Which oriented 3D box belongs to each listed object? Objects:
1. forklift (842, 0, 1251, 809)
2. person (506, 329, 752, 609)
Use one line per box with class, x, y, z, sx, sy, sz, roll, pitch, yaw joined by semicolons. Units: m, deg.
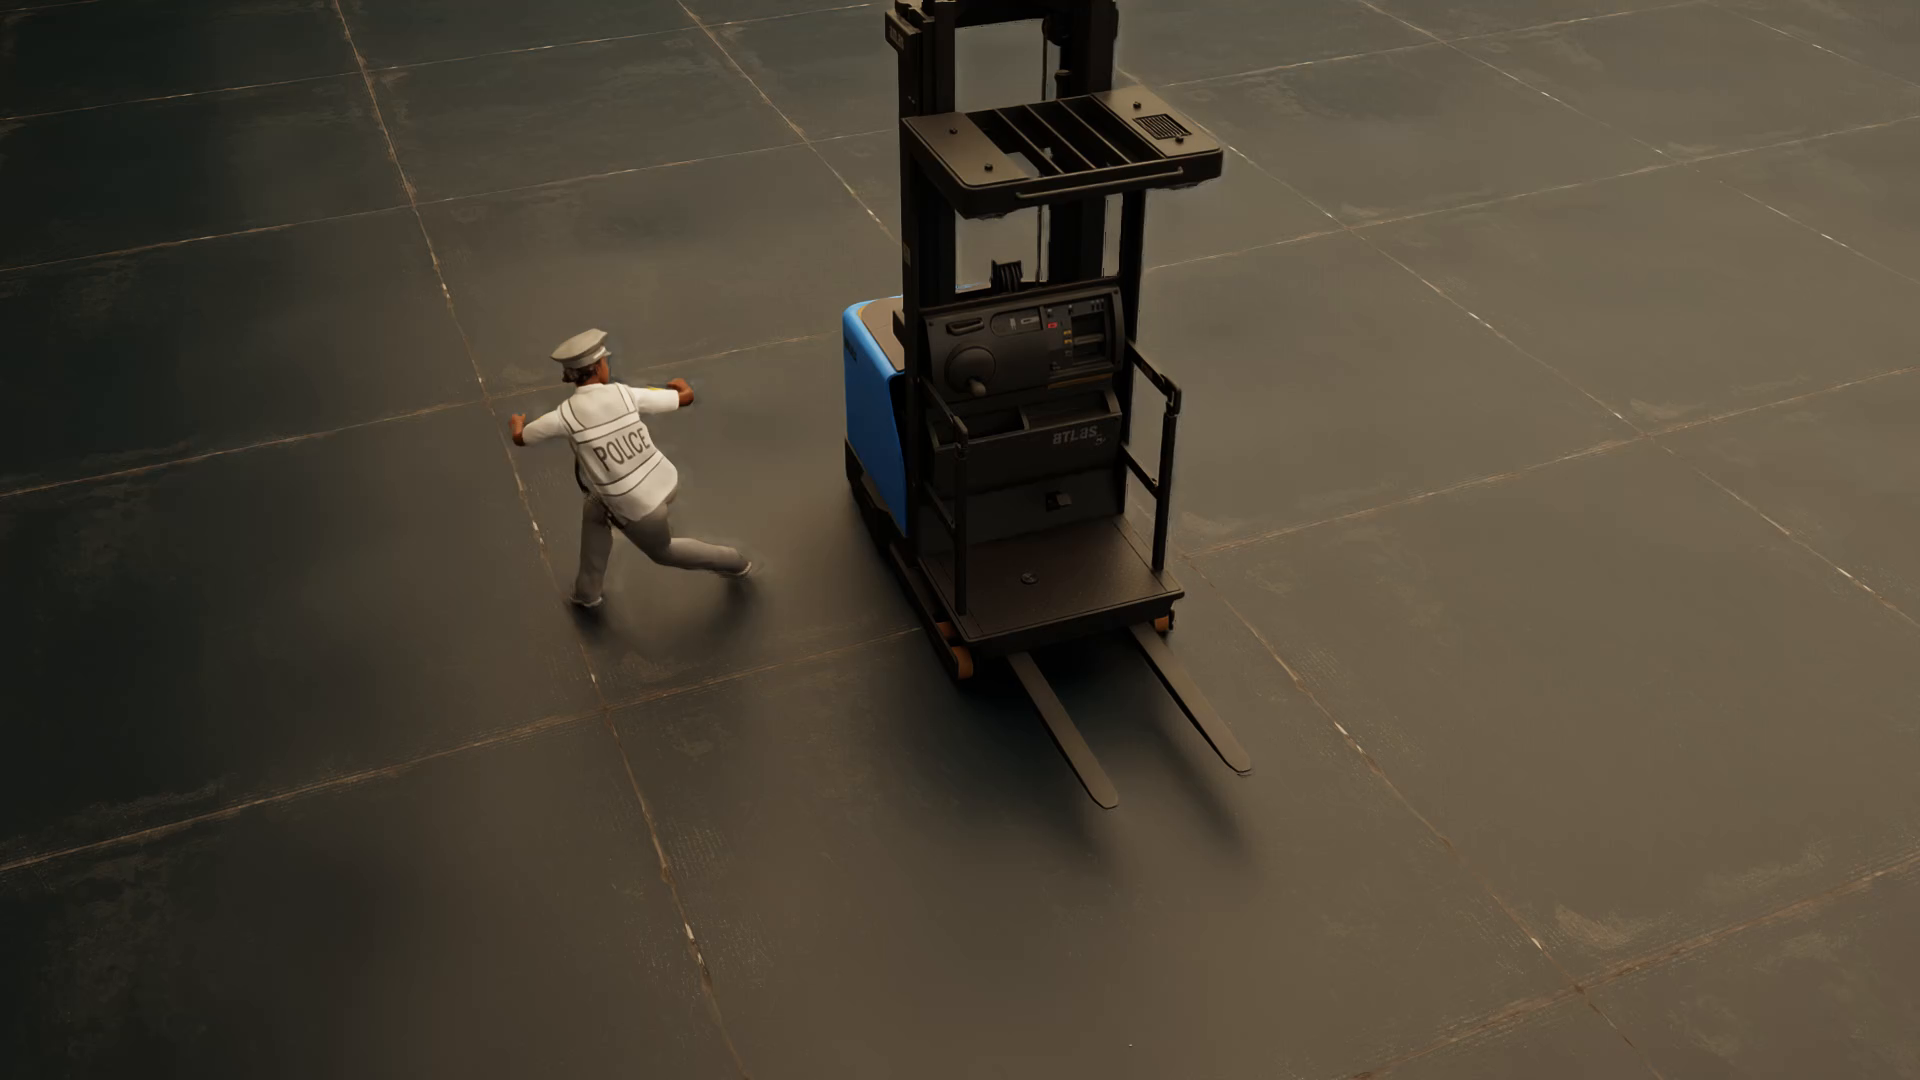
forklift;0.372;-0.816;7.246;1.130;2.935;3.031;-12;37;-16
person;-1.604;-0.364;7.882;1.045;1.464;0.856;18;39;23
